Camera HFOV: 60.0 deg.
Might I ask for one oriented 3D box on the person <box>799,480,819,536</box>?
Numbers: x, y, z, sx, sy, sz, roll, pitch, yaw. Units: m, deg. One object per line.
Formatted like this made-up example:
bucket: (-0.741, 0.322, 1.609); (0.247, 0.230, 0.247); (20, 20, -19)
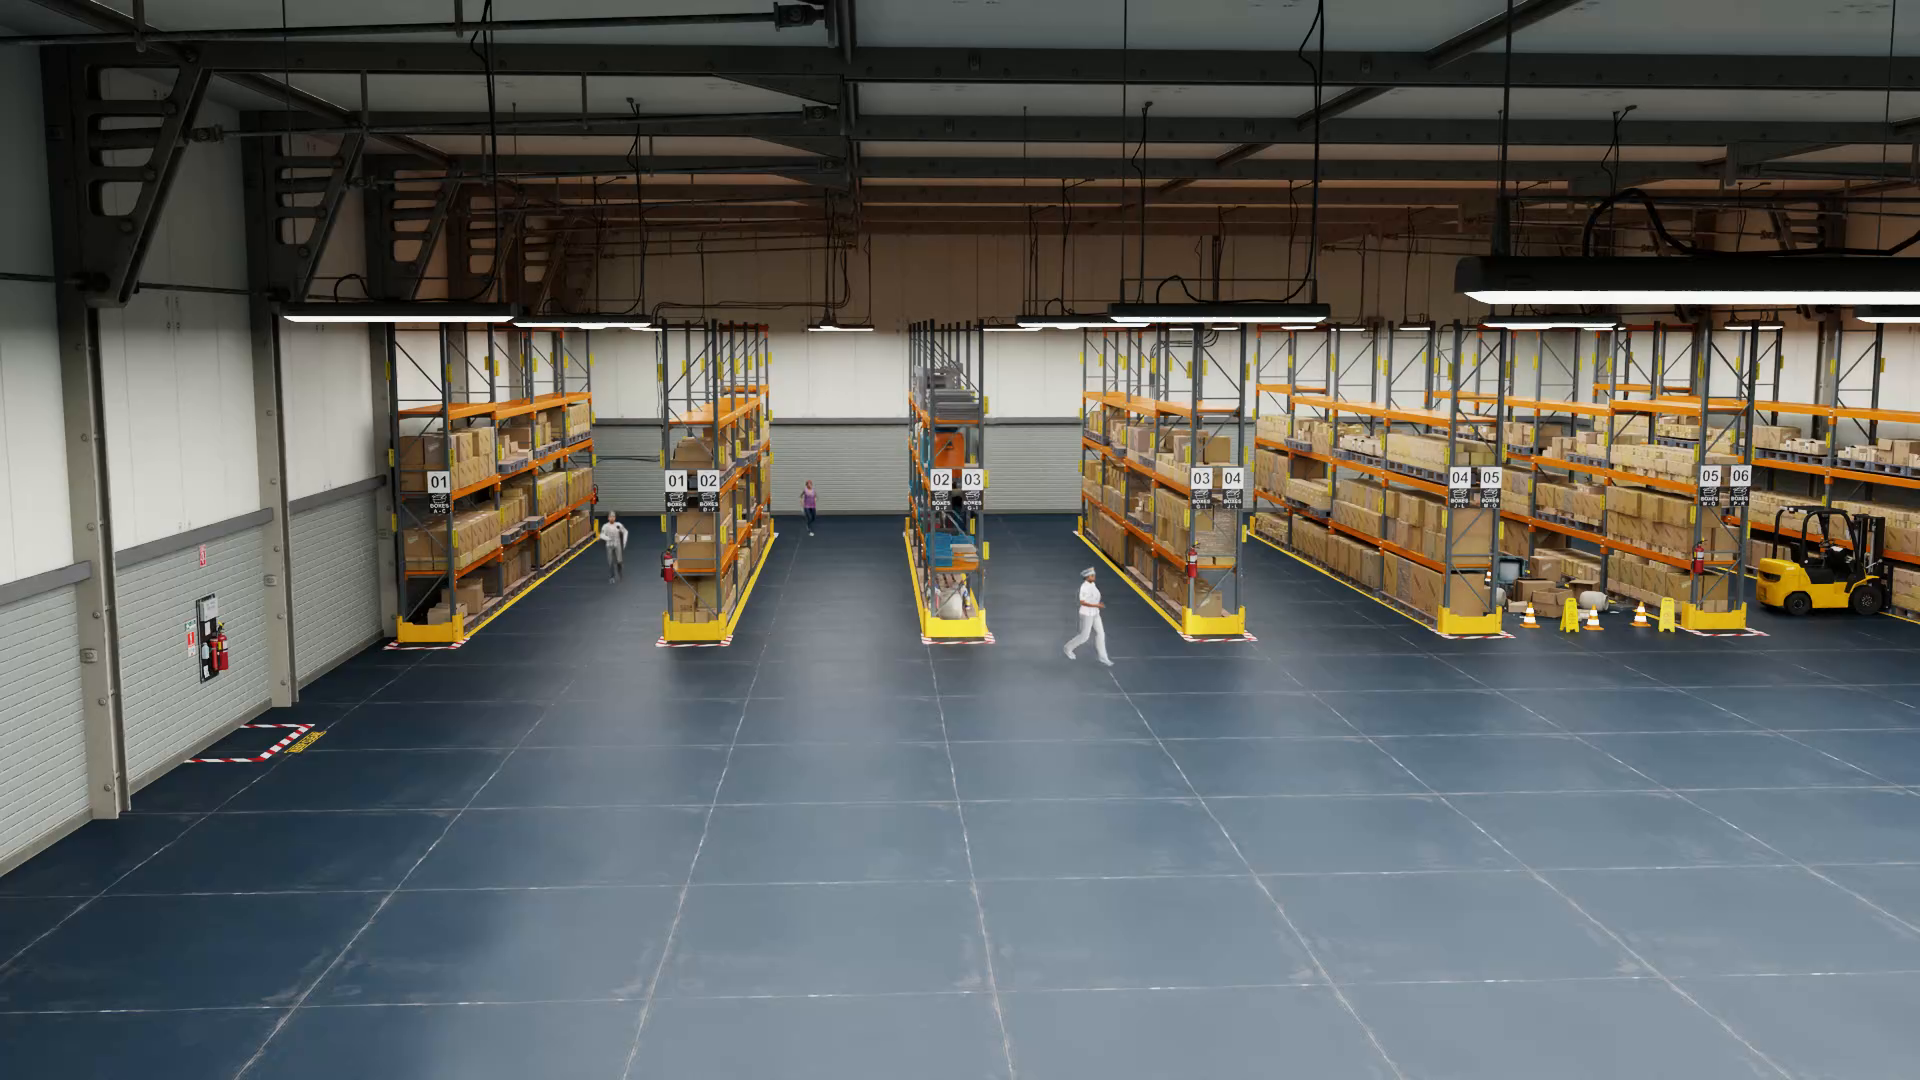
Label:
person: (-4.304, -0.918, 47.437); (0.548, 1.570, 0.813); (-3, 8, -22)

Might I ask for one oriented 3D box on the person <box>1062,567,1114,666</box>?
person: (2.234, 1.316, 28.917); (0.934, 1.715, 0.590); (4, 8, 30)

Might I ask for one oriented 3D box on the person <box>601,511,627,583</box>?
person: (-7.961, 0.161, 38.304); (0.616, 1.678, 0.612); (-2, 7, -12)
